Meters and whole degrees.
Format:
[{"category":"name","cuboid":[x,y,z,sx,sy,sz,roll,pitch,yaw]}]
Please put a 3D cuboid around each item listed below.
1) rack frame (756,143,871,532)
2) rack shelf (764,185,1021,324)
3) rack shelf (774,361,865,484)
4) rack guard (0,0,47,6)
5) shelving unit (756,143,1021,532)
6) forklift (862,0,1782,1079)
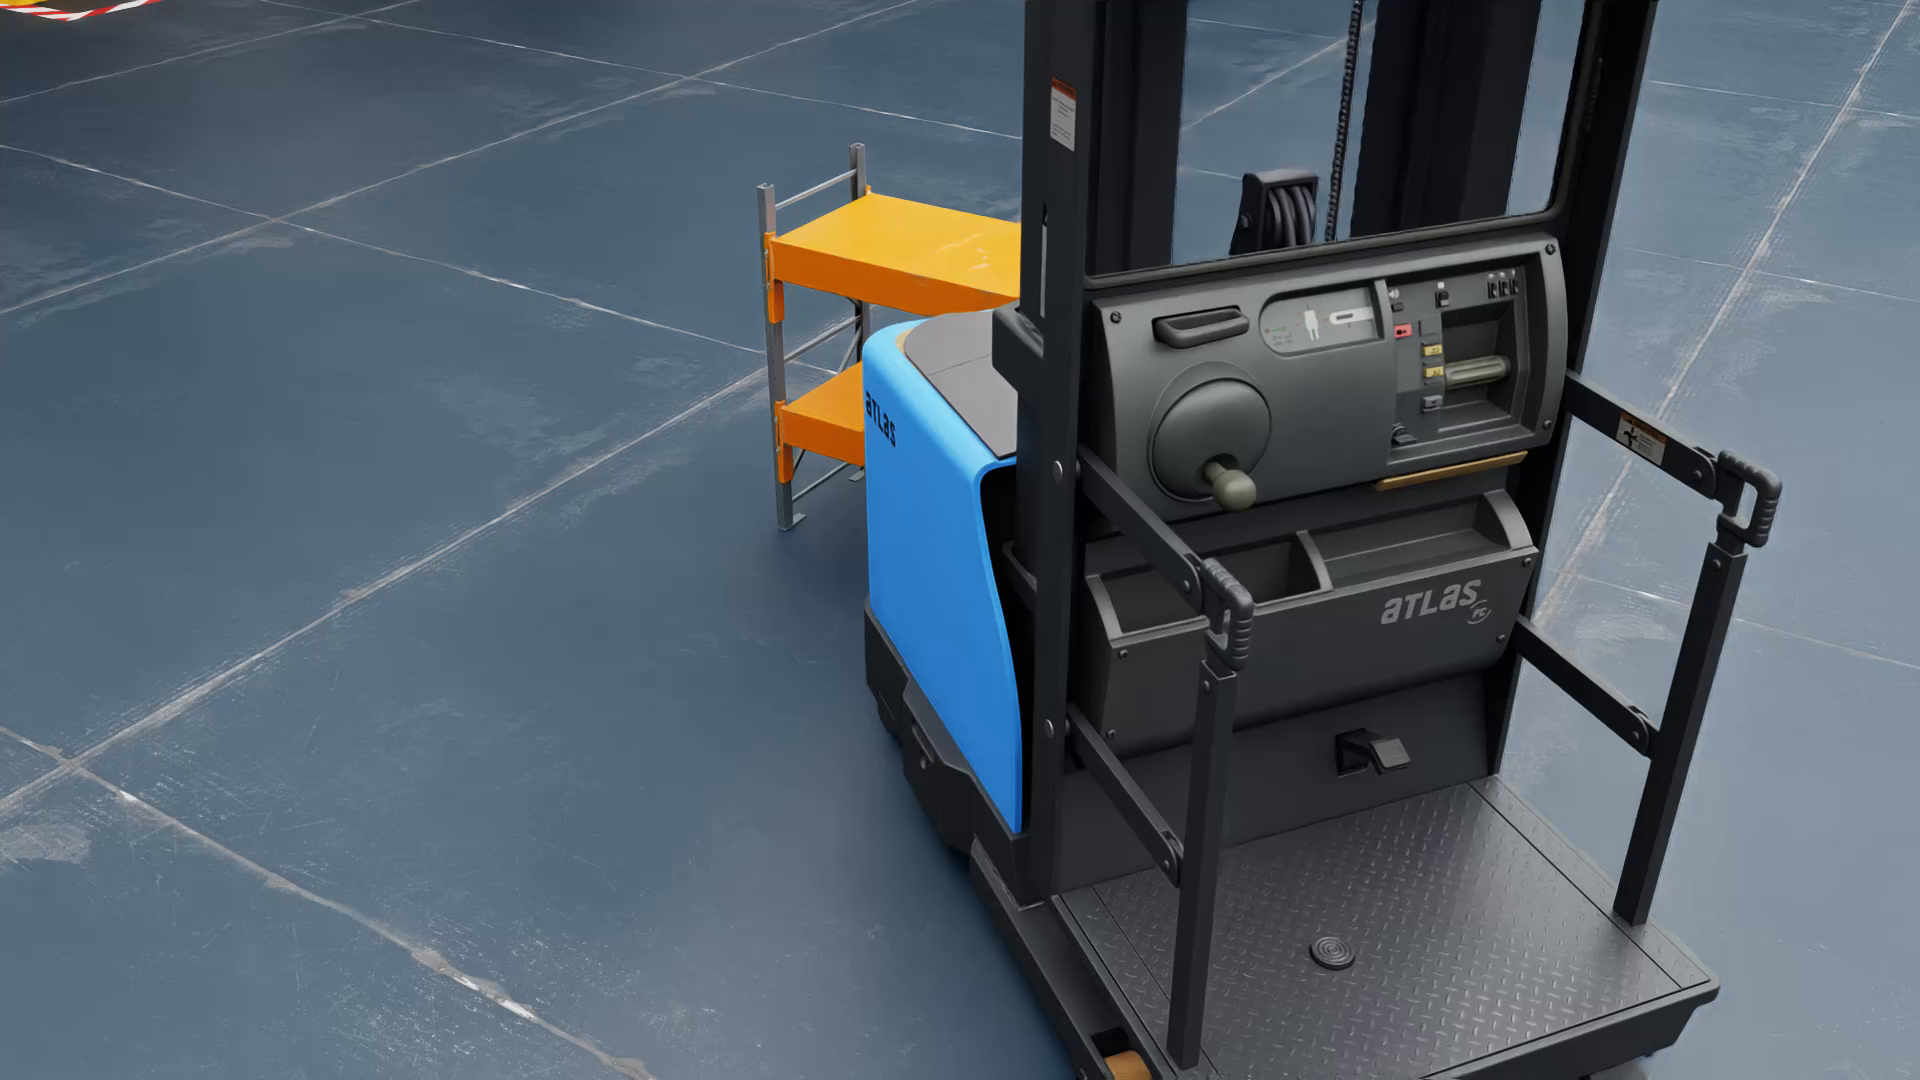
[{"category":"rack frame","cuboid":[-0.436,-0.624,5.203,0.032,1.125,0.500,18,35,27]},{"category":"rack shelf","cuboid":[-0.006,-0.740,4.822,1.000,0.278,0.538,18,35,27]},{"category":"rack shelf","cuboid":[-0.006,-0.276,5.093,1.000,0.278,0.538,18,35,27]},{"category":"rack guard","cuboid":[-6.438,-4.251,12.040,0.348,0.500,1.175,18,35,27]},{"category":"shelving unit","cuboid":[-0.006,-0.488,4.970,1.048,1.125,0.538,18,35,27]},{"category":"forklift","cuboid":[0.757,-0.249,2.768,1.130,2.935,3.031,-11,32,-18]}]
